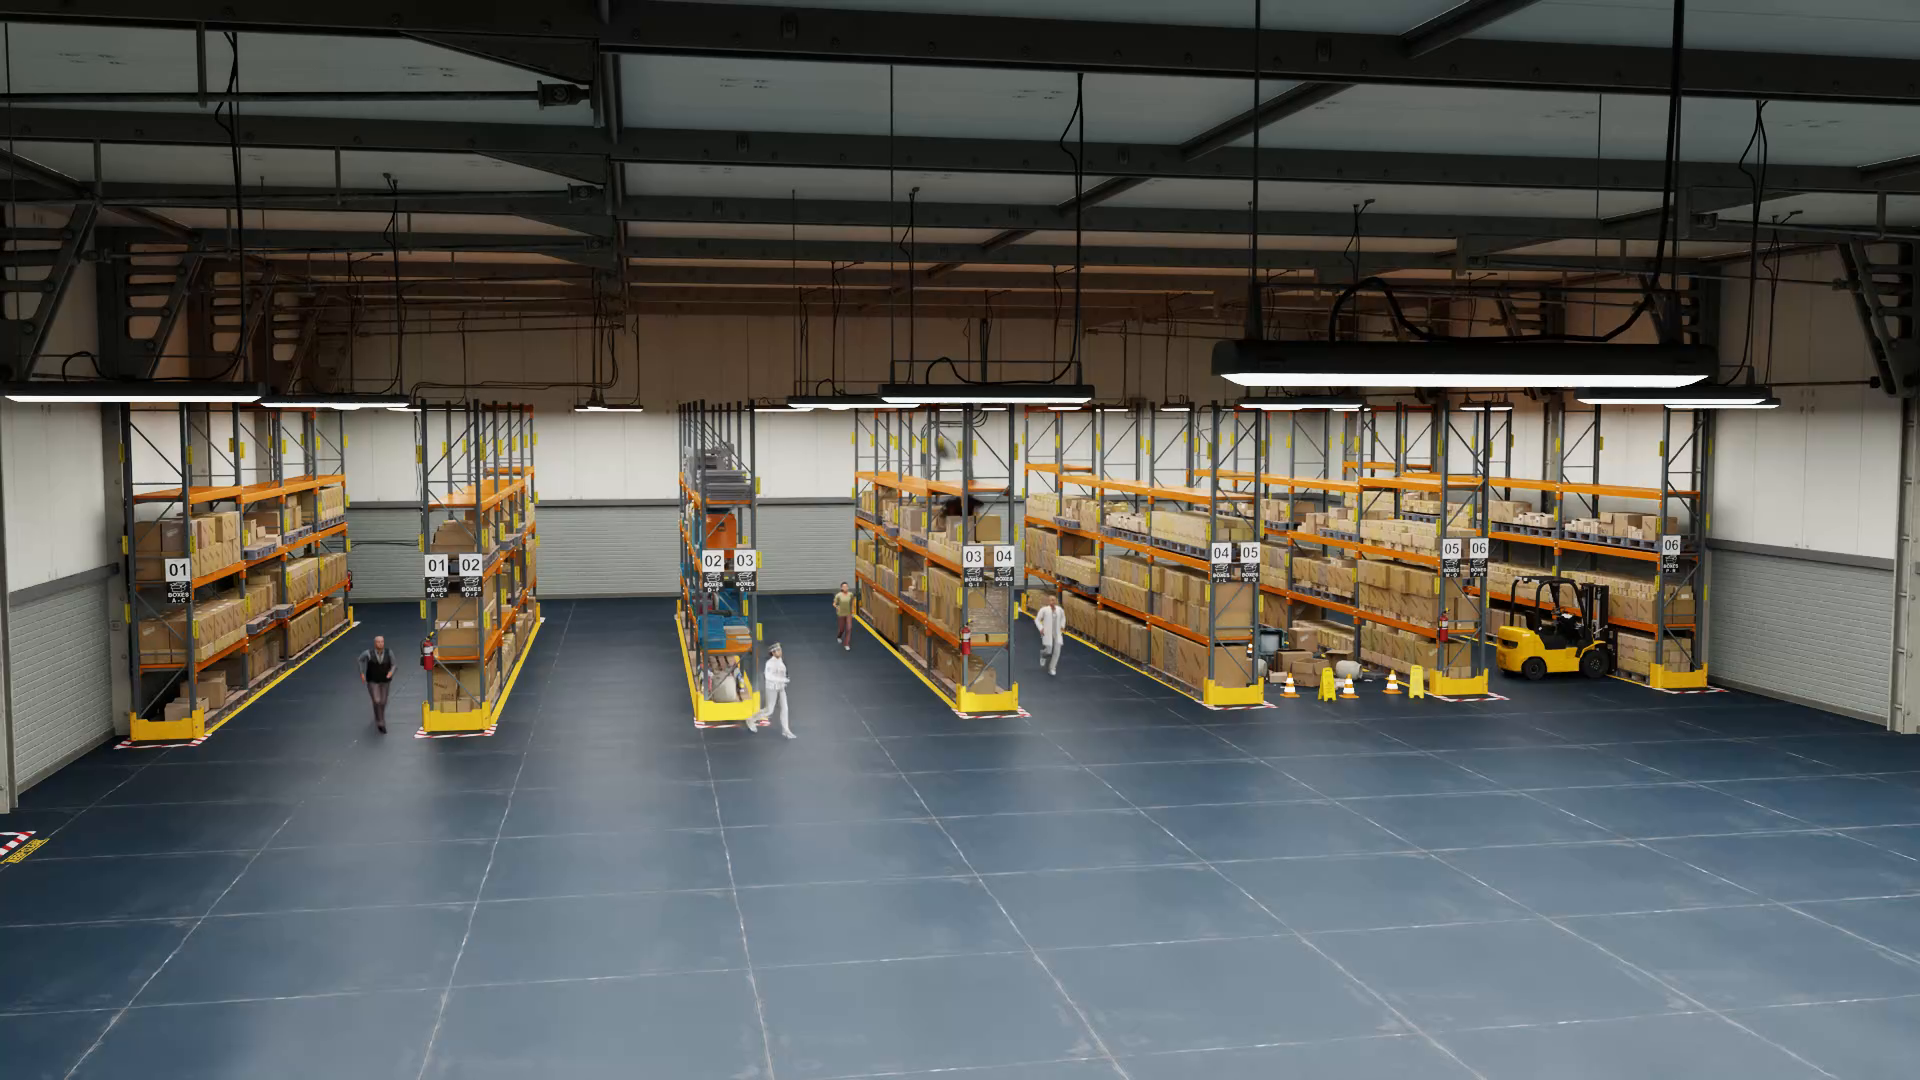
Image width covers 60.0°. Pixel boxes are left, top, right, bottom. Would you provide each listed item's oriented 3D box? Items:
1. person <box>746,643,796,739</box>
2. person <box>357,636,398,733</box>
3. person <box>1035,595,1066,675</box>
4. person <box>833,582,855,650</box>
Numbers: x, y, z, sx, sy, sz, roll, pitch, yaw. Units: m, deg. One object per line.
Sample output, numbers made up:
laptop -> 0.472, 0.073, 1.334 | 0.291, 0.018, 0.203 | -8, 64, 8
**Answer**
person -> -3.326, 2.657, 29.504 | 0.920, 1.710, 0.624 | 2, 5, 23
person -> -10.557, 2.621, 30.187 | 0.672, 1.781, 0.823 | -3, 5, -32
person -> 2.028, 2.092, 36.800 | 0.726, 1.743, 0.771 | -1, 4, -16
person -> -2.829, 1.835, 40.640 | 0.566, 1.647, 0.875 | -1, 4, -16
